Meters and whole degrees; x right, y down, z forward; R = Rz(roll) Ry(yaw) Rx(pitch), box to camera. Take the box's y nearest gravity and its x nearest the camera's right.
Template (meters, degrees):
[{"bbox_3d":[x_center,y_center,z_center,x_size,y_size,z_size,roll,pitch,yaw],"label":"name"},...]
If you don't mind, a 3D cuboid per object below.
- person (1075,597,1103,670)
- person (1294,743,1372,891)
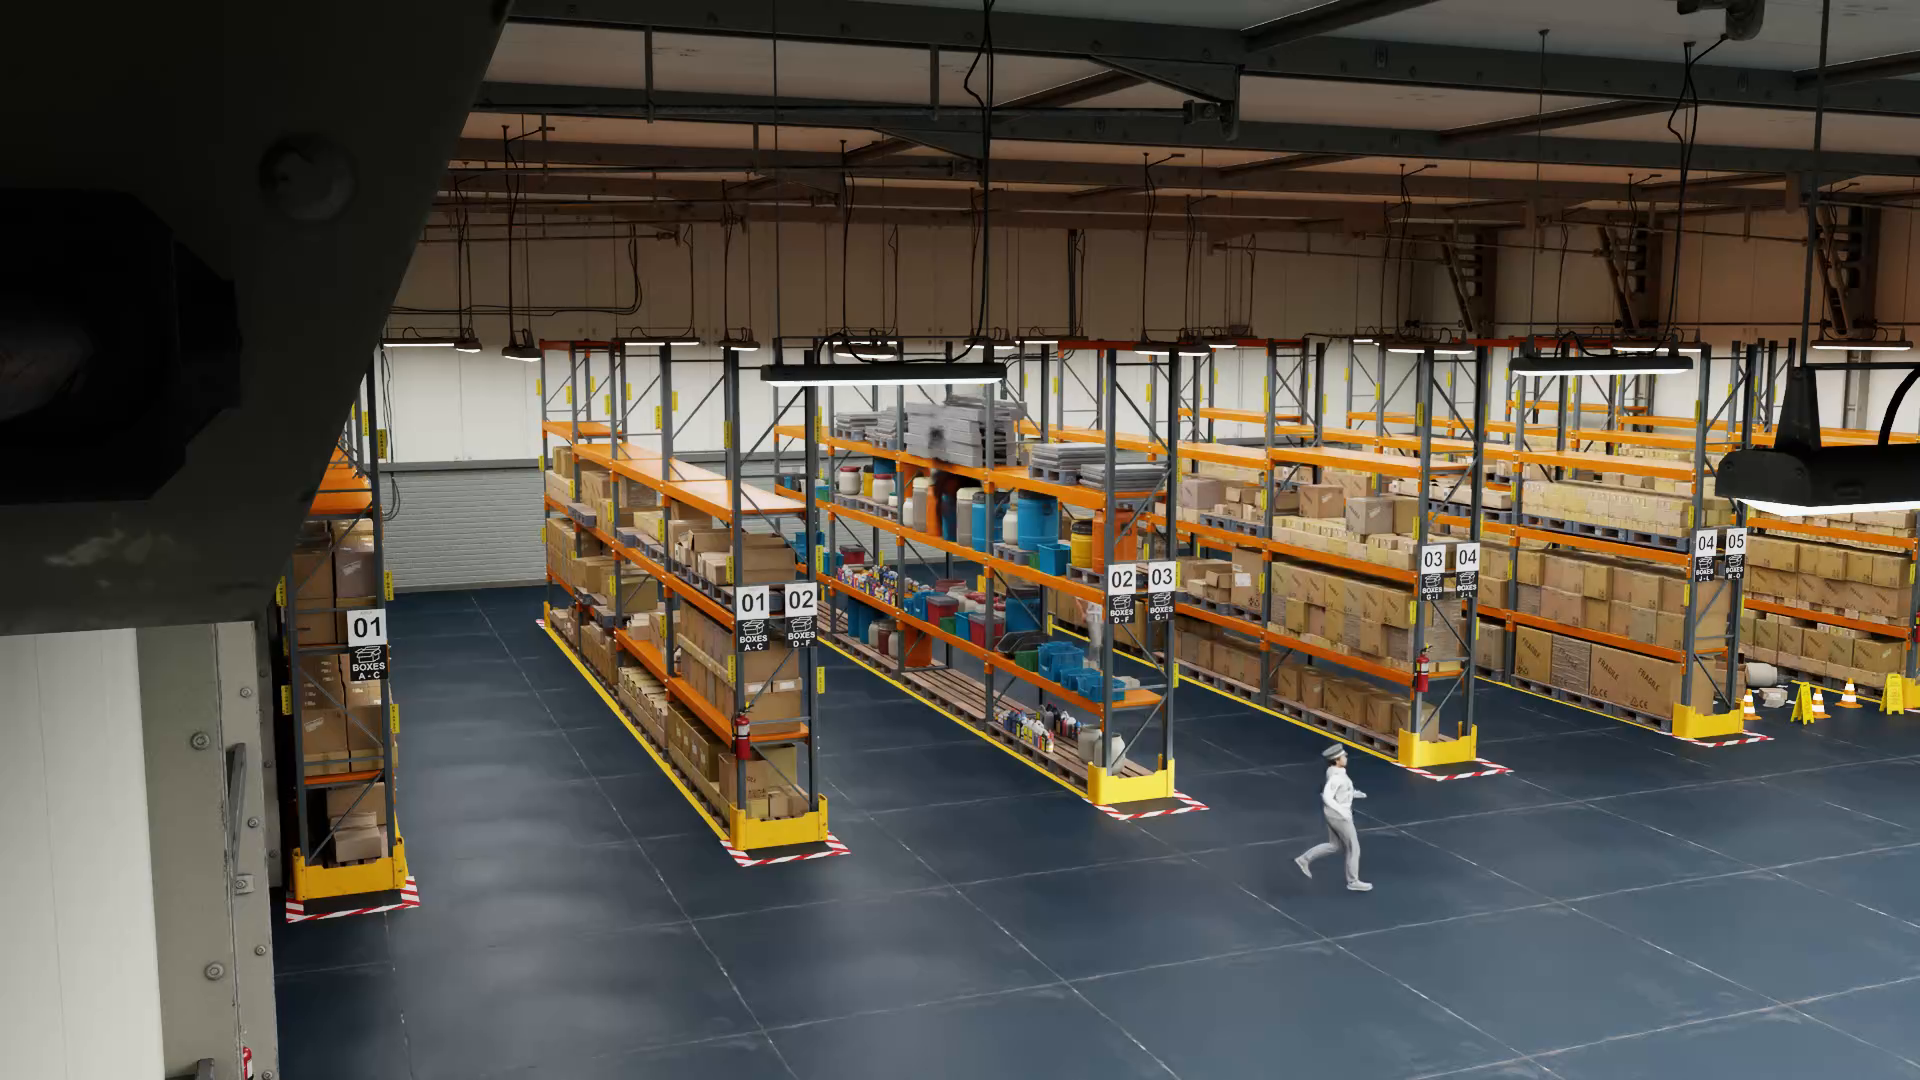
[{"bbox_3d":[2.400,1.471,28.716,0.631,1.906,0.746,-5,9,-34],"label":"person"},{"bbox_3d":[4.203,3.088,18.587,0.849,1.667,0.625,0,7,3],"label":"person"}]
